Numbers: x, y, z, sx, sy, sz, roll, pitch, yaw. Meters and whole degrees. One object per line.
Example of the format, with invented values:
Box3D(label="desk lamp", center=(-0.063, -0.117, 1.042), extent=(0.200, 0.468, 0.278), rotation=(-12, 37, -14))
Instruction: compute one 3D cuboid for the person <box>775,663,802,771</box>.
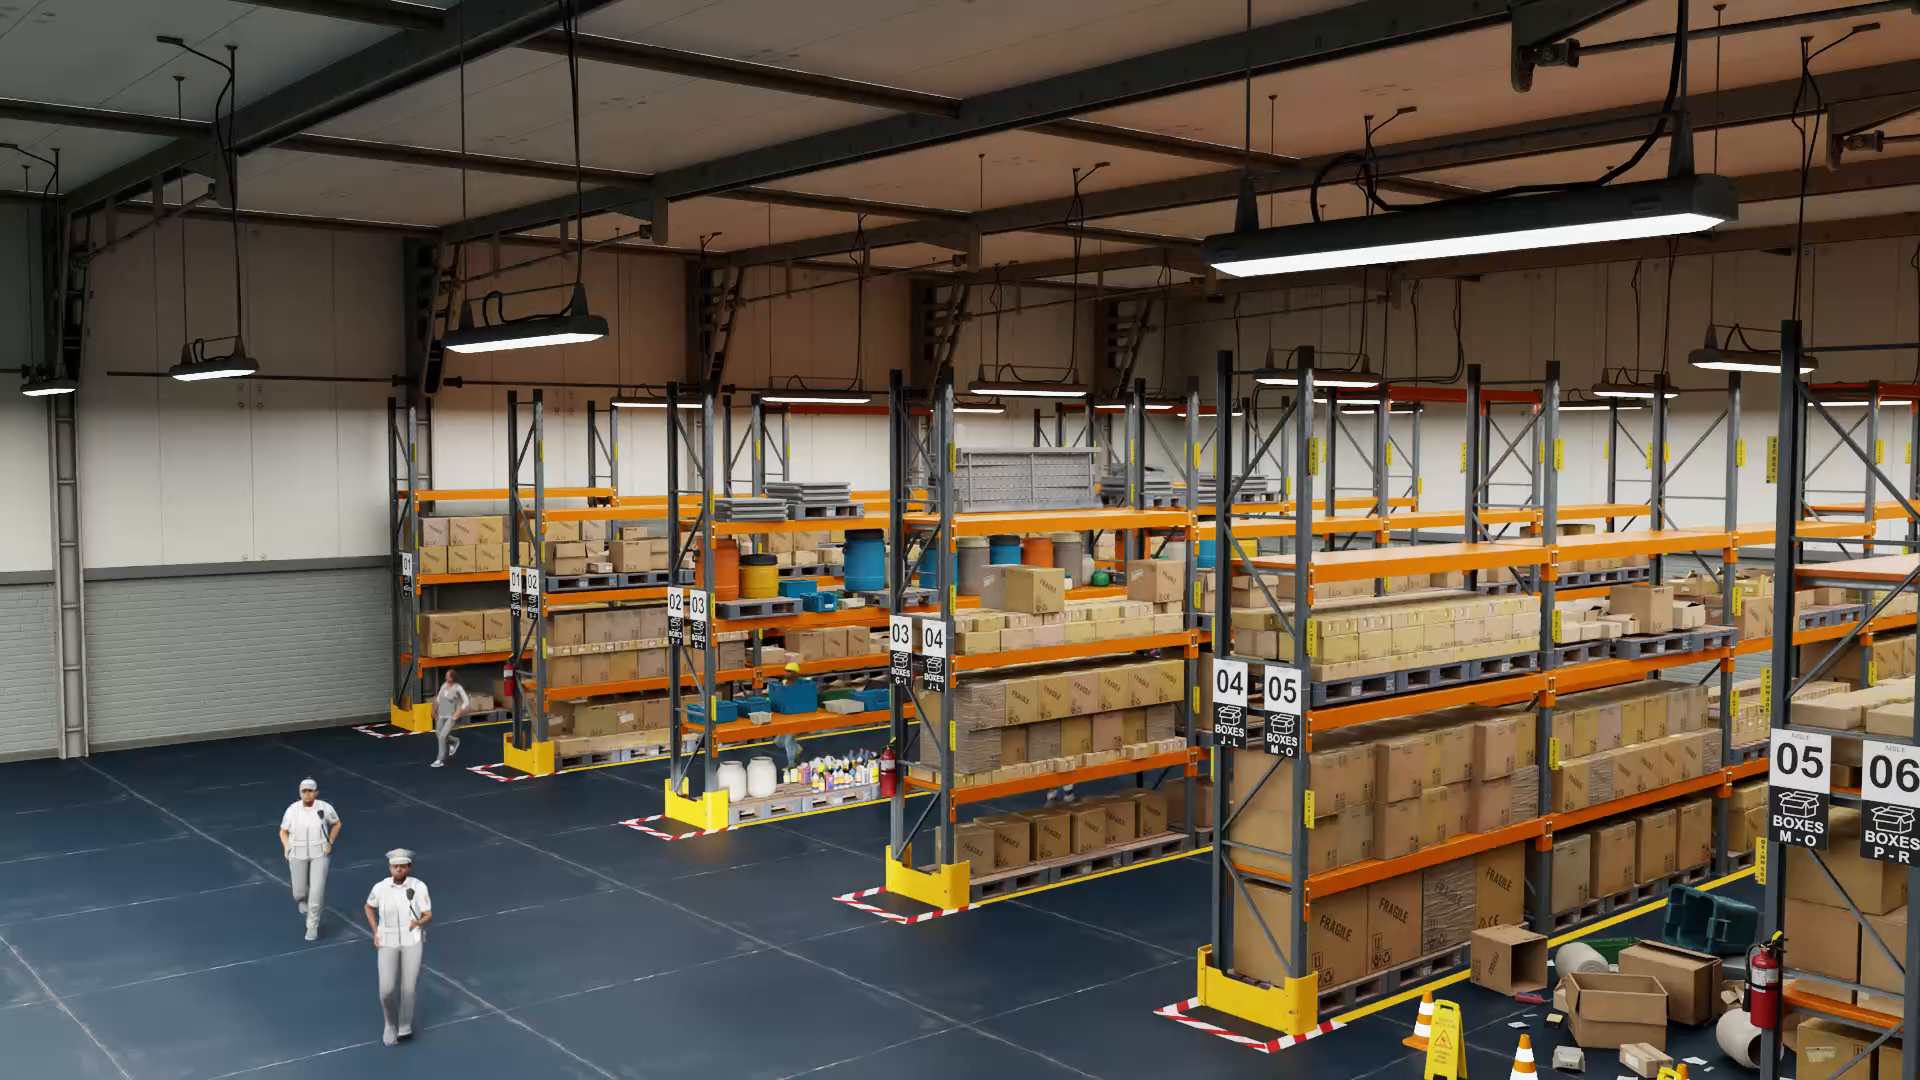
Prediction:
Box3D(label="person", center=(-2.629, 2.779, 26.115), extent=(0.682, 1.725, 0.573), rotation=(3, 4, 38))

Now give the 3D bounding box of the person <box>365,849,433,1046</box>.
Box3D(label="person", center=(-4.817, 3.496, 14.257), extent=(0.549, 1.706, 0.637), rotation=(-1, 3, -17))

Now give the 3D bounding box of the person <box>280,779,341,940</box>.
Box3D(label="person", center=(-6.864, 3.337, 17.583), extent=(0.608, 1.645, 0.697), rotation=(-1, 3, -17))

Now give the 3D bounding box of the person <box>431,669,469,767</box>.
Box3D(label="person", center=(-8.150, 2.837, 26.629), extent=(0.567, 1.541, 0.699), rotation=(1, 4, 21))

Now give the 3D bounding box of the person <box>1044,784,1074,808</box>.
Box3D(label="person", center=(1.341, 2.912, 23.333), extent=(0.636, 1.801, 0.694), rotation=(3, 5, 43))
